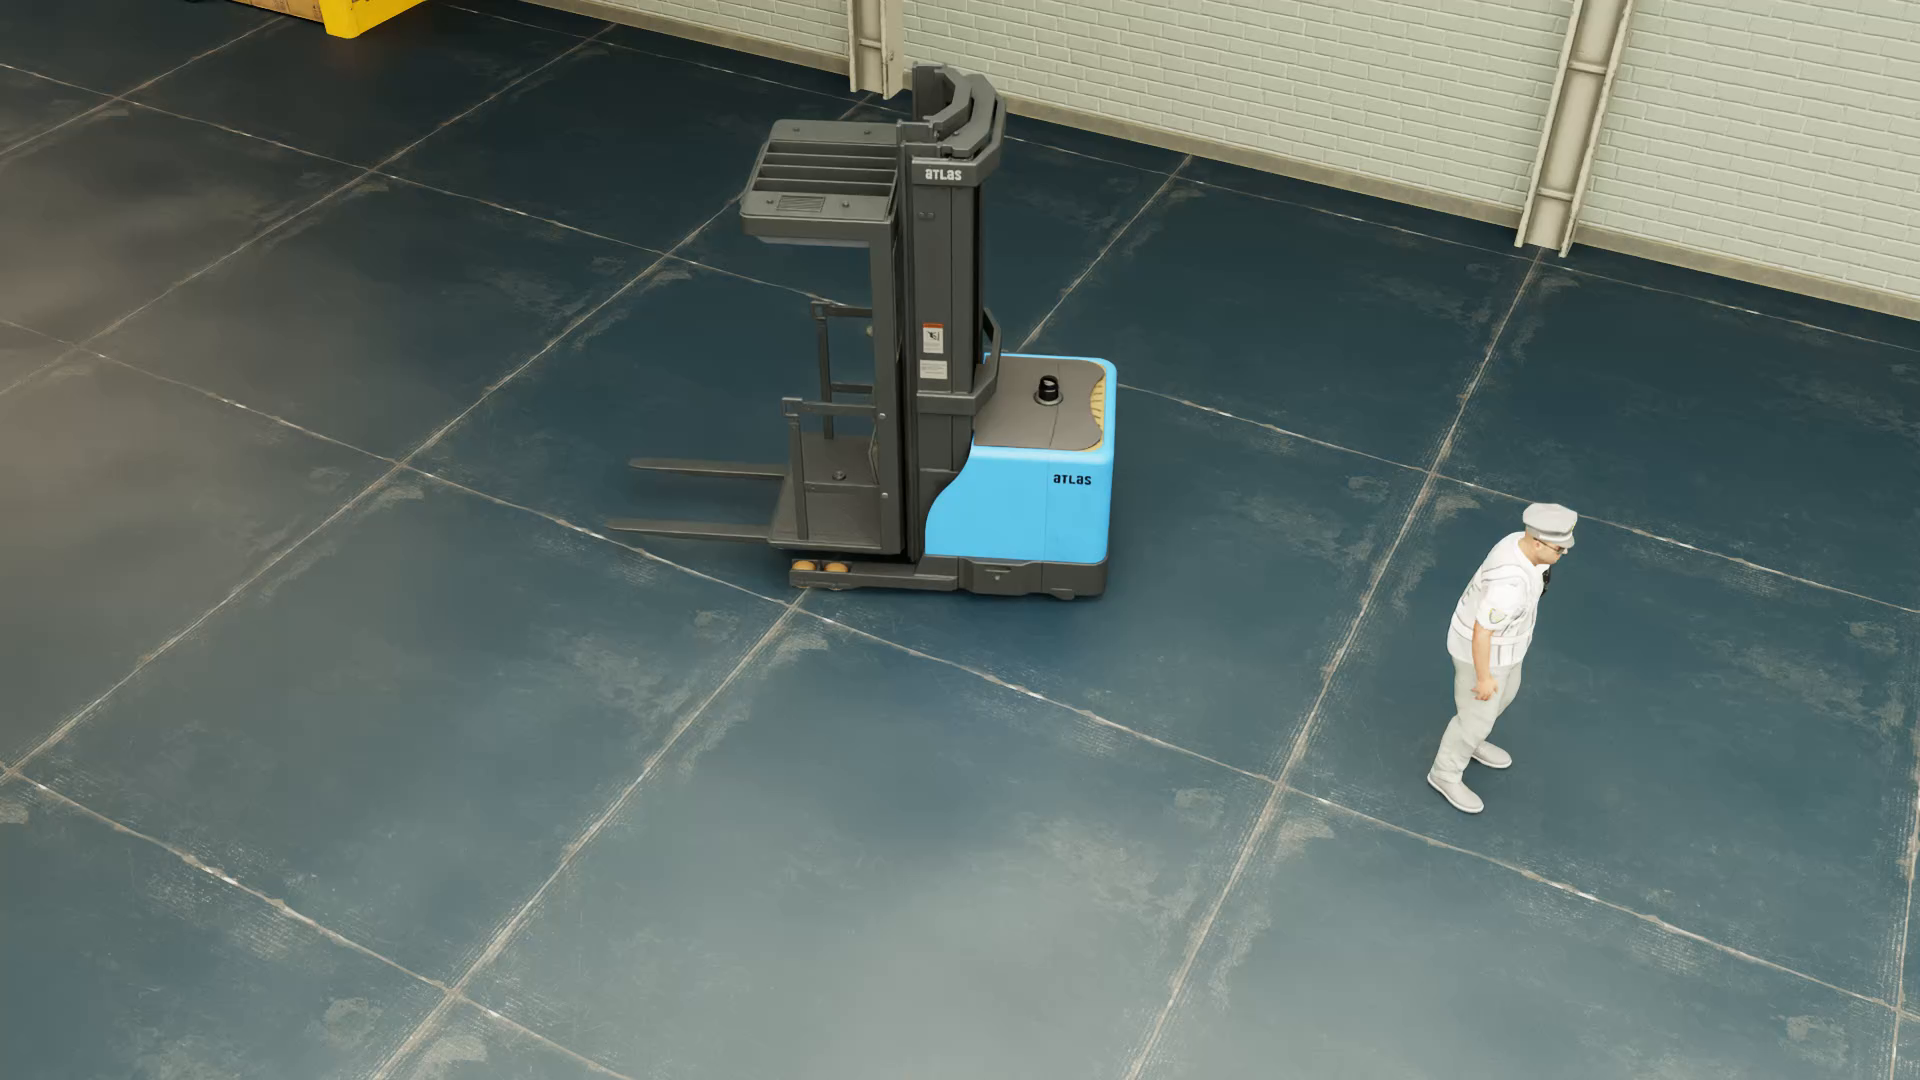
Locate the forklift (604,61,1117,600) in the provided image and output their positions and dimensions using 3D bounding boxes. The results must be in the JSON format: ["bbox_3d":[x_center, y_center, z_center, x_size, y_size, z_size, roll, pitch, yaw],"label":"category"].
[{"bbox_3d":[-0.606,-1.157,9.360,3.031,2.935,1.130,3,40,4],"label":"forklift"}]

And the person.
[{"bbox_3d":[2.658,0.532,8.272,0.443,1.747,0.600,23,45,25],"label":"person"}]
